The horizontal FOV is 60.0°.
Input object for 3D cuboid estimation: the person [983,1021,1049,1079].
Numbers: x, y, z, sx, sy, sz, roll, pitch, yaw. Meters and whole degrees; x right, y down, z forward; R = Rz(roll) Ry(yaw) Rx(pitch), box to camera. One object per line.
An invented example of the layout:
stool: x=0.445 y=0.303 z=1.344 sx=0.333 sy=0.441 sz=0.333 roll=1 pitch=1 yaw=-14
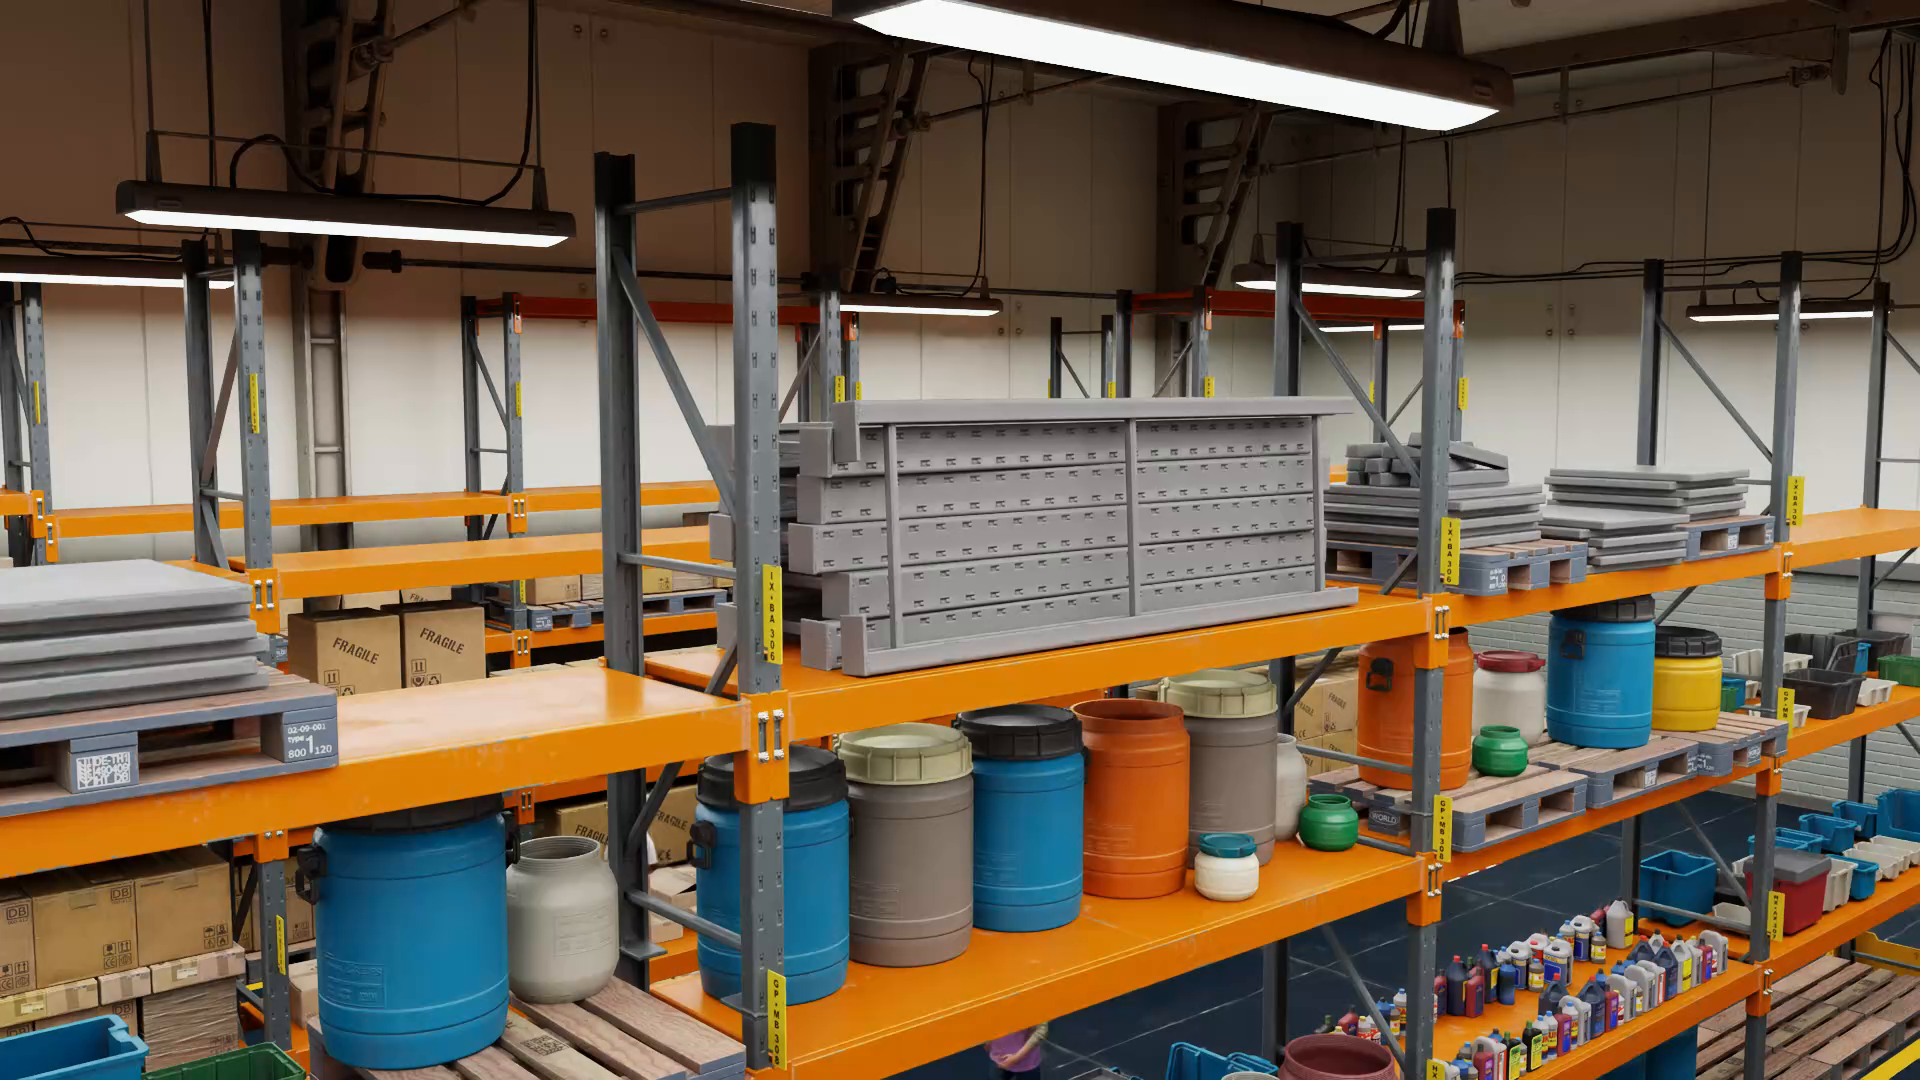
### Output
person: x=0.395 y=3.389 z=10.813 sx=0.520 sy=1.580 sz=0.925 roll=5 pitch=7 yaw=44

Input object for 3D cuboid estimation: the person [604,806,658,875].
person: x=-2.824 y=2.988 z=13.962 sx=0.563 sy=1.718 sz=0.704 roll=-5 pitch=7 yaw=-44
